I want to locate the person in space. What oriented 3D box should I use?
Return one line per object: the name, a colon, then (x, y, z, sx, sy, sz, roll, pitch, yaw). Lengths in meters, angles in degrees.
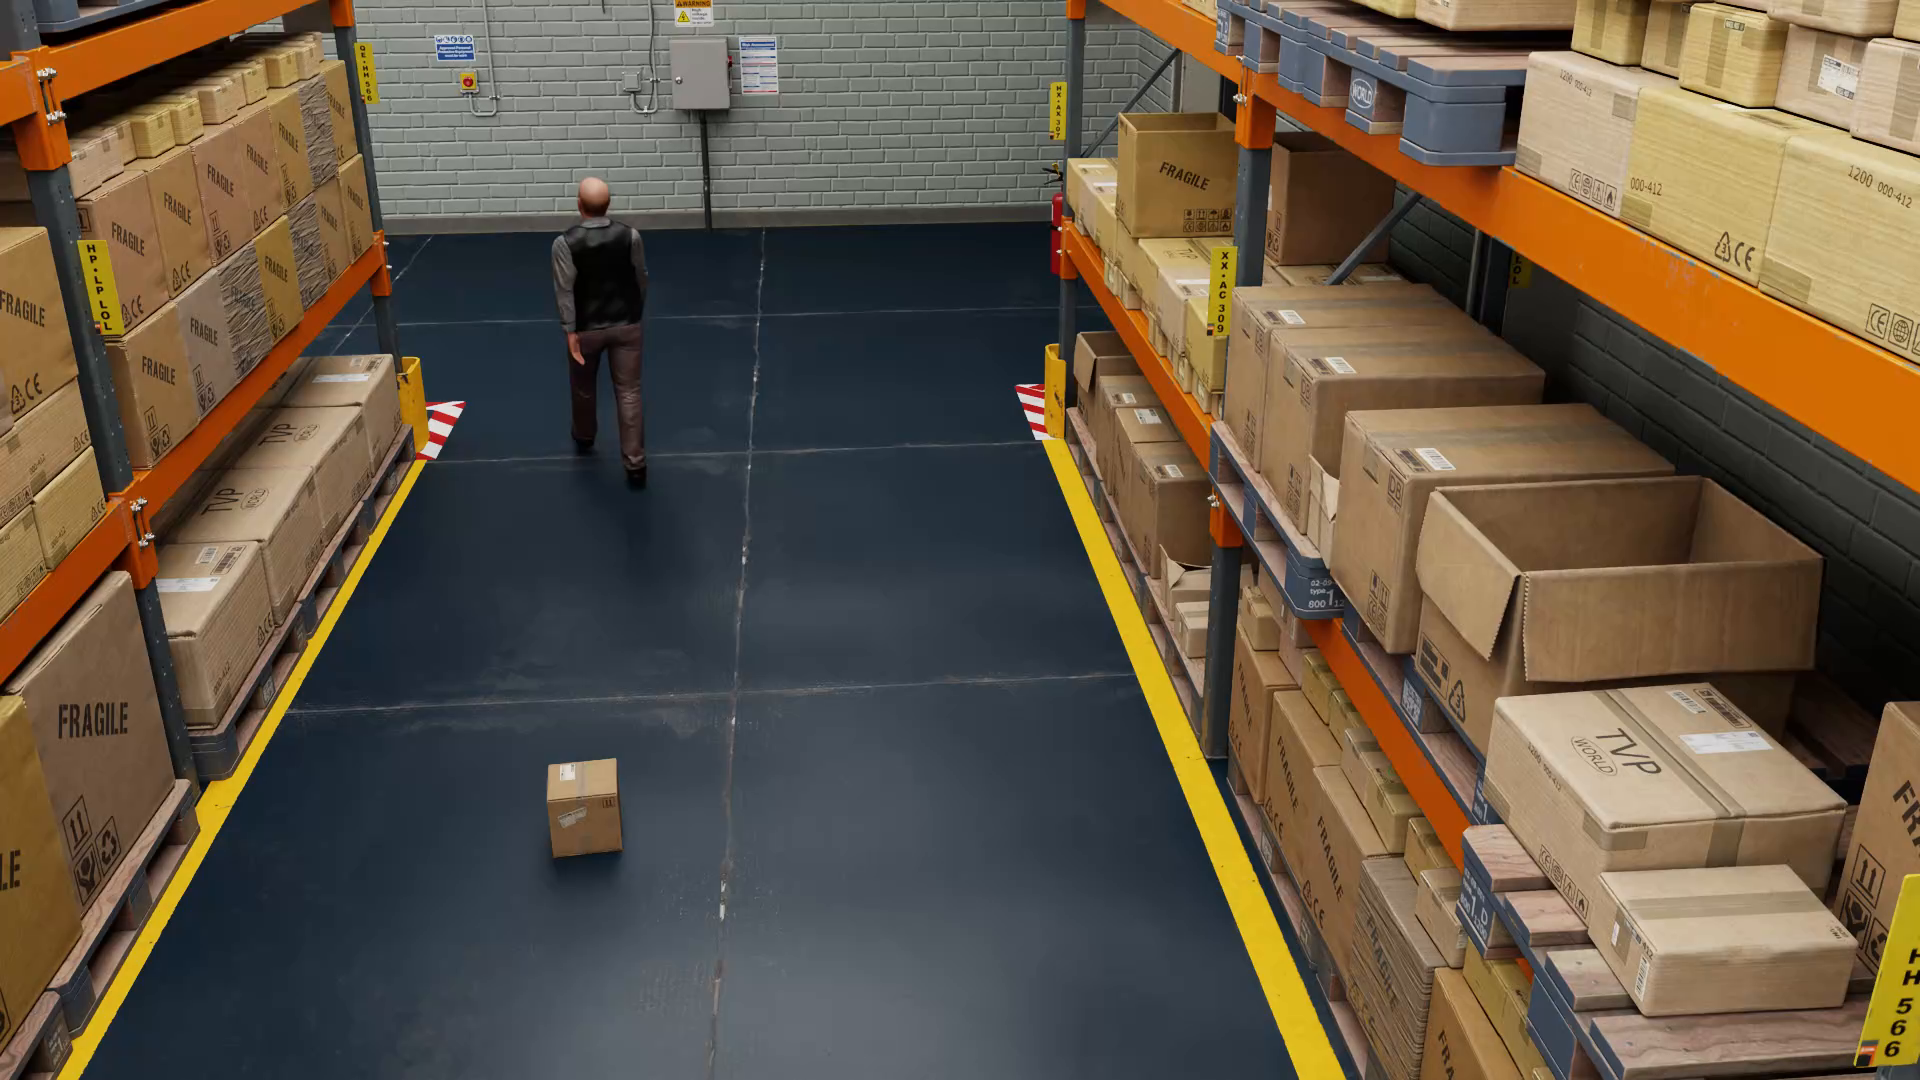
person: (-2.041, -1.256, 9.484, 0.544, 1.664, 0.996, -8, 25, -18)
